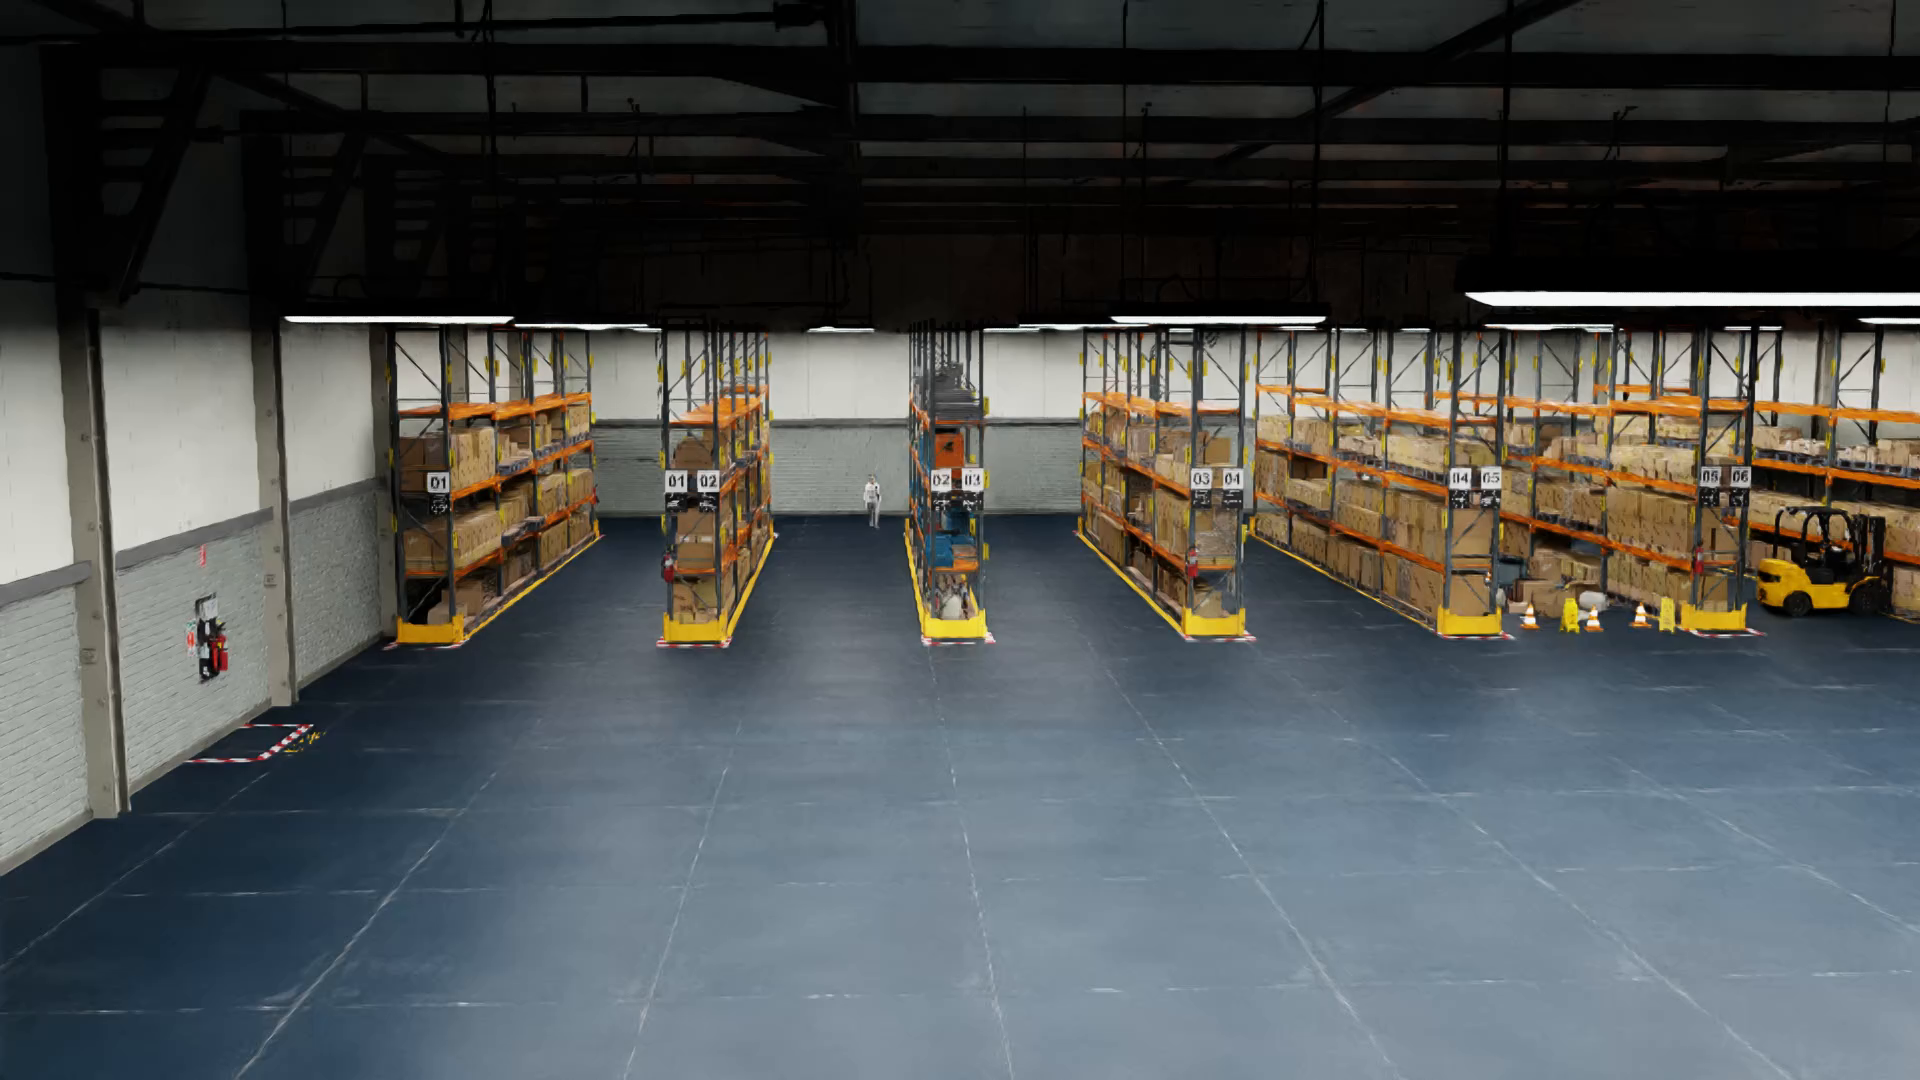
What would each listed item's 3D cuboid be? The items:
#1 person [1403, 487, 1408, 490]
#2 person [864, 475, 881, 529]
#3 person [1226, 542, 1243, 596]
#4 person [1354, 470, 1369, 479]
[{"bbox_3d":[11.812,-0.582,44.320,0.562,1.655,0.595,2,7,19],"label":"person"},{"bbox_3d":[-2.593,-1.155,49.164,0.495,1.589,1.086,0,7,-1],"label":"person"},{"bbox_3d":[6.053,0.371,36.555,0.420,1.677,0.534,-4,8,-31],"label":"person"},{"bbox_3d":[12.143,-1.354,50.326,0.595,1.757,0.595,7,10,43],"label":"person"}]
